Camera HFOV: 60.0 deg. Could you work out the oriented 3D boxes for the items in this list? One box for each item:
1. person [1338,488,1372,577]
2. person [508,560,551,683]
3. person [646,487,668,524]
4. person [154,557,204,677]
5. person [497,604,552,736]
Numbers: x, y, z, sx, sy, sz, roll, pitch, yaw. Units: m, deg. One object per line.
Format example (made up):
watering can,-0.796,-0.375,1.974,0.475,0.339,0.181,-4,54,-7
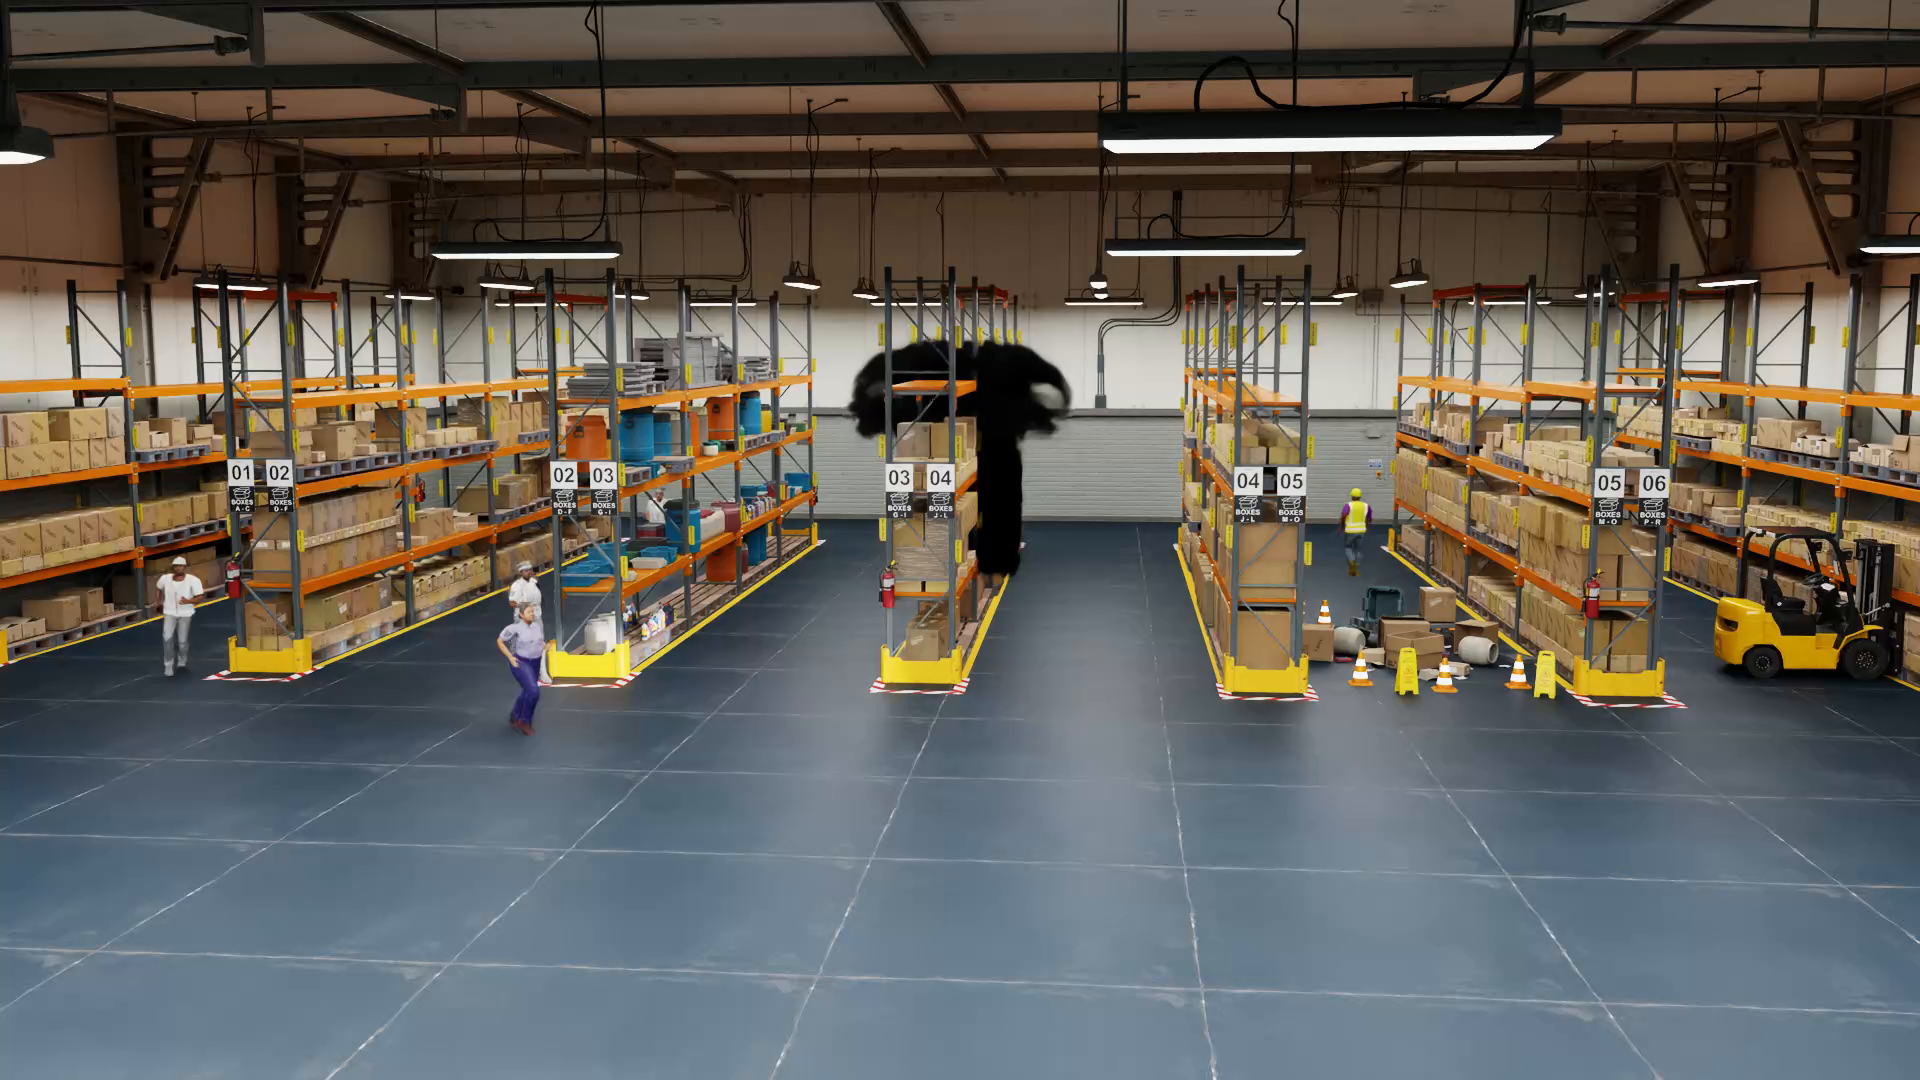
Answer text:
person,7.837,-0.163,33.111,0.688,1.734,0.643,-1,7,-6
person,-6.146,1.132,23.616,0.576,1.719,0.922,-7,10,-43
person,-6.054,-0.212,33.649,0.646,1.783,0.835,0,7,1
person,-11.676,1.142,24.893,0.687,1.809,0.740,-2,7,-18
person,-5.496,1.647,21.118,0.721,1.693,0.581,4,8,27
